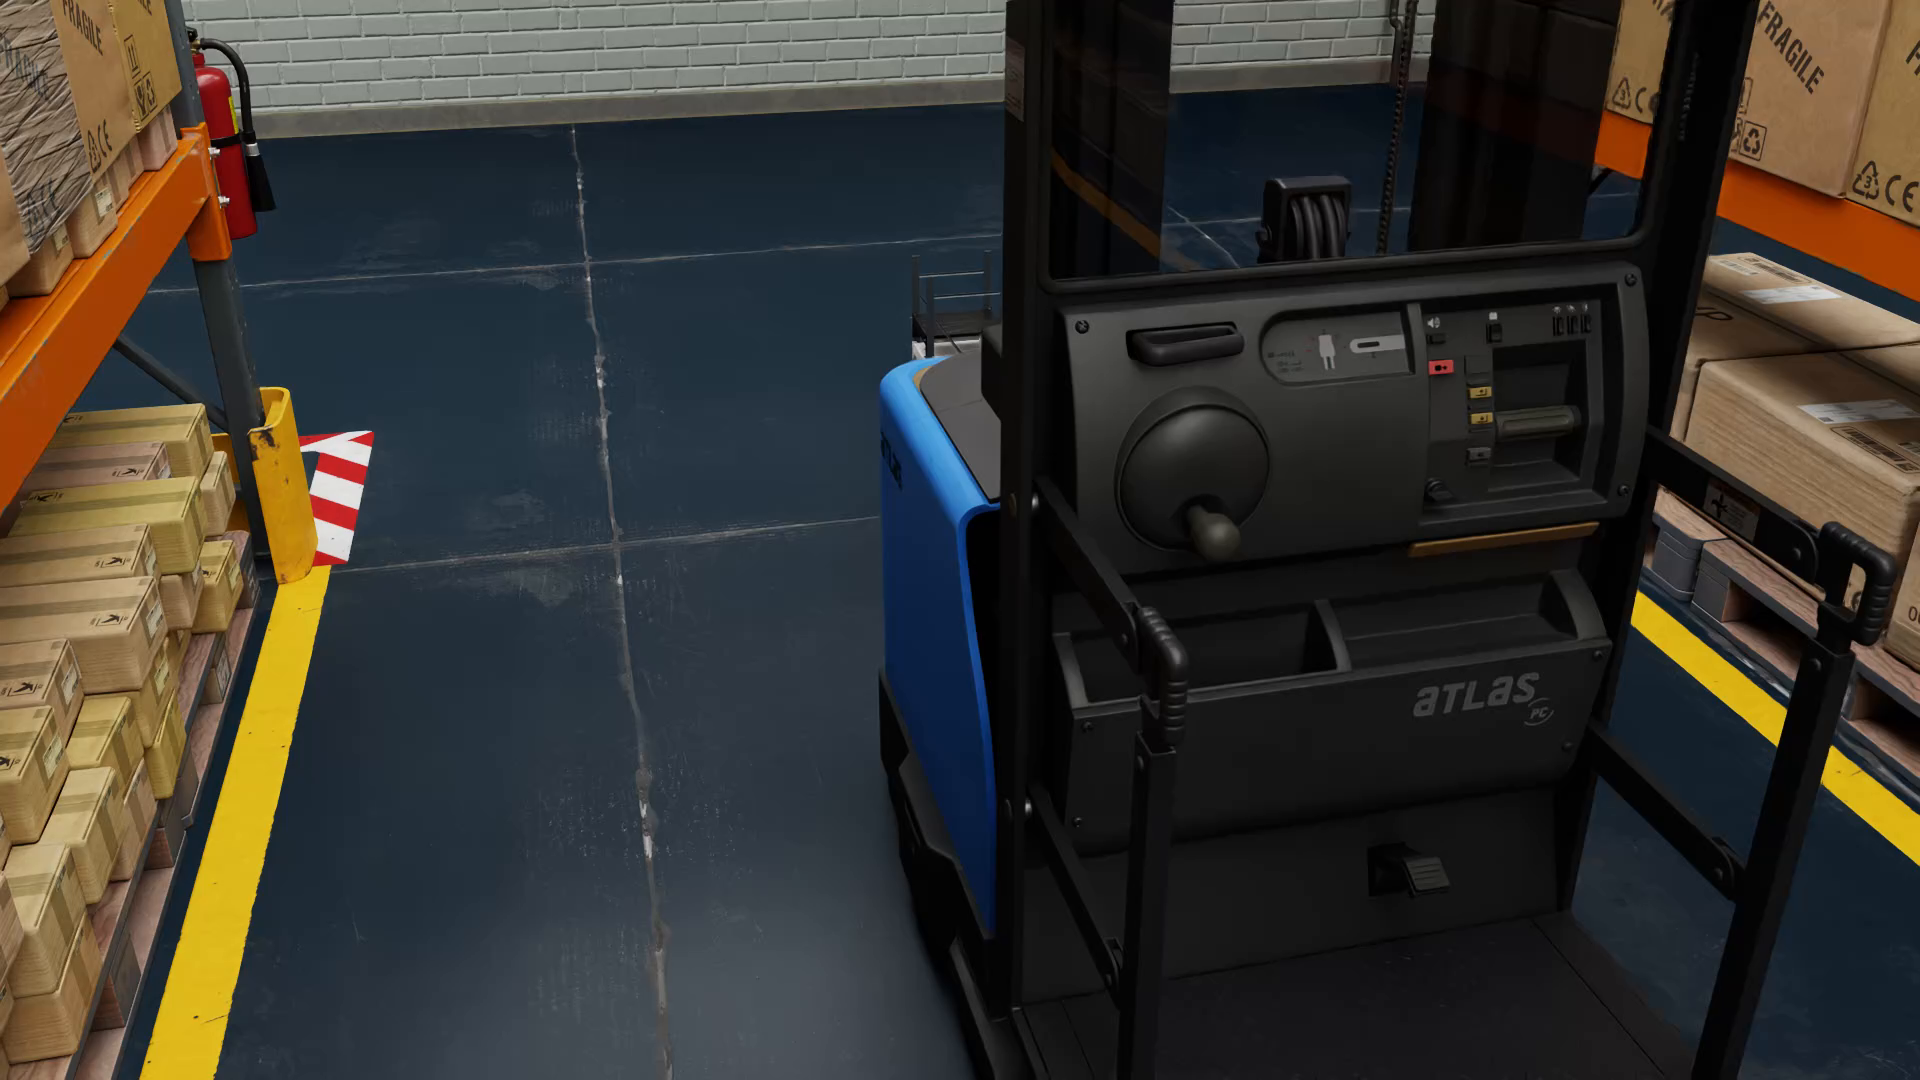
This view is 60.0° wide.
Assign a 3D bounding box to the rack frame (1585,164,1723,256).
[{"bbox_3d":[2.212,-1.810,5.508,1.000,3.000,0.127,-6,27,-12],"label":"rack frame"}]

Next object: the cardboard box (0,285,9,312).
[{"bbox_3d":[-2.034,-0.462,3.116,0.380,0.149,0.250,-7,28,-14],"label":"cardboard box"}]

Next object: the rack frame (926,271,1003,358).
[{"bbox_3d":[0.021,-0.361,4.966,0.240,0.900,0.006,-6,27,-12],"label":"rack frame"}]

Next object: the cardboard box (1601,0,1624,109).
[{"bbox_3d":[2.041,-1.615,5.010,0.500,0.500,0.500,-6,27,-12],"label":"cardboard box"}]

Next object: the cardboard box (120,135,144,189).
[{"bbox_3d":[-2.219,-0.924,4.030,0.380,0.149,0.250,-6,27,-12],"label":"cardboard box"}]

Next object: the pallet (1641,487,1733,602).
[{"bbox_3d":[2.469,-0.222,5.456,1.003,0.211,1.213,-6,27,-12],"label":"pallet"}]

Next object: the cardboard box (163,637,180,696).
[{"bbox_3d":[-2.065,0.366,3.893,0.380,0.149,0.250,-6,27,-11],"label":"cardboard box"}]

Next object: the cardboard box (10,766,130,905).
[{"bbox_3d":[-1.814,0.578,3.143,0.380,0.149,0.250,-6,27,-11],"label":"cardboard box"}]

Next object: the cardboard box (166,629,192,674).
[{"bbox_3d":[-2.134,0.259,4.105,0.380,0.149,0.250,-6,27,-12],"label":"cardboard box"}]

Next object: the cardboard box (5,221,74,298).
[{"bbox_3d":[-2.037,-0.587,3.362,0.380,0.149,0.250,-7,28,-14],"label":"cardboard box"}]

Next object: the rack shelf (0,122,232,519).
[{"bbox_3d":[-2.137,-0.064,2.846,1.077,0.370,4.000,-6,27,-12],"label":"rack shelf"}]

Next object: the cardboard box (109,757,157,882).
[{"bbox_3d":[-1.905,0.594,3.442,0.380,0.149,0.250,-5,27,-11],"label":"cardboard box"}]

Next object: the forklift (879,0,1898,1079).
[{"bbox_3d":[0.660,-0.153,2.301,1.130,2.935,3.031,-6,27,-12],"label":"forklift"}]

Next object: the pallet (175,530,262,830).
[{"bbox_3d":[-2.422,0.375,4.272,1.003,0.211,1.213,-6,27,-12],"label":"pallet"}]

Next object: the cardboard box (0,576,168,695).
[{"bbox_3d":[-1.927,0.212,3.538,0.380,0.149,0.250,-5,27,-10],"label":"cardboard box"}]

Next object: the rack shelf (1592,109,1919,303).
[{"bbox_3d":[2.663,-0.611,3.930,1.077,0.370,4.000,-6,27,-12],"label":"rack shelf"}]

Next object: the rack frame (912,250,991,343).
[{"bbox_3d":[-0.025,-0.450,5.143,0.240,0.900,0.006,-6,27,-12],"label":"rack frame"}]

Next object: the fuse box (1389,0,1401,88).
[{"bbox_3d":[2.998,-3.857,10.993,0.539,1.711,0.414,-6,27,-12],"label":"fuse box"}]

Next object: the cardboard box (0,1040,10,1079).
[{"bbox_3d":[-1.823,0.944,2.749,0.380,0.149,0.250,-7,28,-14],"label":"cardboard box"}]

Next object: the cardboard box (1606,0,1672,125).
[{"bbox_3d":[2.182,-1.396,4.576,0.500,0.500,0.500,-6,27,-12],"label":"cardboard box"}]

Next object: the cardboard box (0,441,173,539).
[{"bbox_3d":[-2.221,-0.121,4.198,0.380,0.149,0.250,-5,27,-11],"label":"cardboard box"}]

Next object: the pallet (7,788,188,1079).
[{"bbox_3d":[-2.151,0.910,3.213,1.003,0.211,1.213,-6,27,-12],"label":"pallet"}]

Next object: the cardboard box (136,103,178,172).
[{"bbox_3d":[-2.239,-1.037,4.254,0.380,0.149,0.250,-6,27,-12],"label":"cardboard box"}]

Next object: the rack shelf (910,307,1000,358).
[{"bbox_3d":[-0.002,-0.617,4.948,0.258,0.077,0.200,-6,27,-12],"label":"rack shelf"}]

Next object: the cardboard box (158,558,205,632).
[{"bbox_3d":[-2.072,0.120,4.051,0.380,0.149,0.250,-7,28,-14],"label":"cardboard box"}]

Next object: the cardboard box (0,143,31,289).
[{"bbox_3d":[-1.899,-0.601,2.671,0.500,0.500,0.500,-5,27,-9],"label":"cardboard box"}]

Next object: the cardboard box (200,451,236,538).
[{"bbox_3d":[-2.191,-0.108,4.503,0.380,0.149,0.250,-7,28,-13],"label":"cardboard box"}]

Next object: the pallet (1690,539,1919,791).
[{"bbox_3d":[2.740,0.312,4.397,1.003,0.211,1.213,-6,27,-12],"label":"pallet"}]

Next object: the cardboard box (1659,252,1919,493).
[{"bbox_3d":[2.458,-0.574,5.436,0.875,0.438,0.875,-7,28,-13],"label":"cardboard box"}]

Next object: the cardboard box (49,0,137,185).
[{"bbox_3d":[-2.125,-1.043,3.546,0.500,0.500,0.500,-6,27,-12],"label":"cardboard box"}]

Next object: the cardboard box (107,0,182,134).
[{"bbox_3d":[-2.236,-1.270,3.995,0.500,0.500,0.500,-5,27,-11],"label":"cardboard box"}]

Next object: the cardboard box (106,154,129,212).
[{"bbox_3d":[-2.148,-0.815,3.815,0.380,0.149,0.250,-6,27,-12],"label":"cardboard box"}]

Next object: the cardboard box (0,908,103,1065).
[{"bbox_3d":[-1.787,0.820,2.994,0.380,0.149,0.250,-7,28,-13],"label":"cardboard box"}]

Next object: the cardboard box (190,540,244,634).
[{"bbox_3d":[-2.109,0.134,4.352,0.380,0.149,0.250,-5,27,-10],"label":"cardboard box"}]

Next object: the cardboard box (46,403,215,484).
[{"bbox_3d":[-2.222,-0.237,4.428,0.380,0.149,0.250,-6,27,-11],"label":"cardboard box"}]

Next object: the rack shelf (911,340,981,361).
[{"bbox_3d":[-0.002,-0.536,4.988,0.258,0.077,0.200,-6,27,-12],"label":"rack shelf"}]

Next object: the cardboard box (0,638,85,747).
[{"bbox_3d":[-1.976,0.339,3.286,0.380,0.149,0.250,-7,28,-13],"label":"cardboard box"}]

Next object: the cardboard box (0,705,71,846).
[{"bbox_3d":[-1.889,0.451,3.064,0.380,0.149,0.250,-6,27,-11],"label":"cardboard box"}]

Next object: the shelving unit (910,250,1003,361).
[{"bbox_3d":[-0.002,-0.405,5.054,0.258,0.900,0.210,-6,27,-12],"label":"shelving unit"}]

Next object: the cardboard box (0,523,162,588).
[{"bbox_3d":[-2.042,0.100,3.760,0.380,0.149,0.250,-7,28,-14],"label":"cardboard box"}]

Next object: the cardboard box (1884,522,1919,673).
[{"bbox_3d":[2.874,0.223,3.858,0.875,0.438,0.875,-7,28,-13],"label":"cardboard box"}]

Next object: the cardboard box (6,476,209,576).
[{"bbox_3d":[-2.039,-0.020,3.998,0.380,0.149,0.250,-7,28,-13],"label":"cardboard box"}]

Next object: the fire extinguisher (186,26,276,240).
[{"bbox_3d":[-2.195,-1.220,4.837,0.296,0.674,0.183,-6,27,-12],"label":"fire extinguisher"}]

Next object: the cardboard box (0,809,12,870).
[{"bbox_3d":[-1.872,0.564,2.842,0.380,0.149,0.250,-7,28,-14],"label":"cardboard box"}]

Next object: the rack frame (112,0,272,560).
[{"bbox_3d":[-2.588,-1.263,4.424,1.000,3.000,0.127,-6,27,-12],"label":"rack frame"}]

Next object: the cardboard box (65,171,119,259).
[{"bbox_3d":[-2.068,-0.705,3.598,0.380,0.149,0.250,-5,27,-10],"label":"cardboard box"}]

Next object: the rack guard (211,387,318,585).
[{"bbox_3d":[-2.571,-0.114,4.921,1.175,0.500,0.348,-6,27,-12],"label":"rack guard"}]

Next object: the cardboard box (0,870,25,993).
[{"bbox_3d":[-1.730,0.675,2.621,0.380,0.149,0.250,-5,27,-10],"label":"cardboard box"}]

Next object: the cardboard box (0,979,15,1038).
[{"bbox_3d":[-1.788,0.806,2.691,0.380,0.149,0.250,-5,27,-9],"label":"cardboard box"}]

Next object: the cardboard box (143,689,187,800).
[{"bbox_3d":[-1.947,0.472,3.684,0.380,0.149,0.250,-7,28,-14],"label":"cardboard box"}]

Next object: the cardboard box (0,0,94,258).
[{"bbox_3d":[-2.001,-0.821,3.107,0.500,0.500,0.500,-6,27,-11],"label":"cardboard box"}]

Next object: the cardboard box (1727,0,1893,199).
[{"bbox_3d":[2.279,-1.171,4.129,0.500,0.500,0.500,-6,27,-12],"label":"cardboard box"}]

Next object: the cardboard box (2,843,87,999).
[{"bbox_3d":[-1.783,0.689,2.923,0.380,0.149,0.250,-6,27,-12],"label":"cardboard box"}]

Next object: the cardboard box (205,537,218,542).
[{"bbox_3d":[-2.266,0.032,4.556,0.380,0.149,0.250,-5,27,-11],"label":"cardboard box"}]

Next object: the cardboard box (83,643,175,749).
[{"bbox_3d":[-1.943,0.346,3.604,0.380,0.149,0.250,-6,27,-11],"label":"cardboard box"}]

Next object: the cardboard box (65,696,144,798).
[{"bbox_3d":[-1.903,0.460,3.377,0.380,0.149,0.250,-5,27,-9],"label":"cardboard box"}]

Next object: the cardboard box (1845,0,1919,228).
[{"bbox_3d":[2.408,-0.952,3.697,0.500,0.500,0.500,-5,27,-10],"label":"cardboard box"}]

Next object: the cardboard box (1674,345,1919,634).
[{"bbox_3d":[2.673,-0.173,4.642,0.875,0.438,0.875,-5,27,-10],"label":"cardboard box"}]
